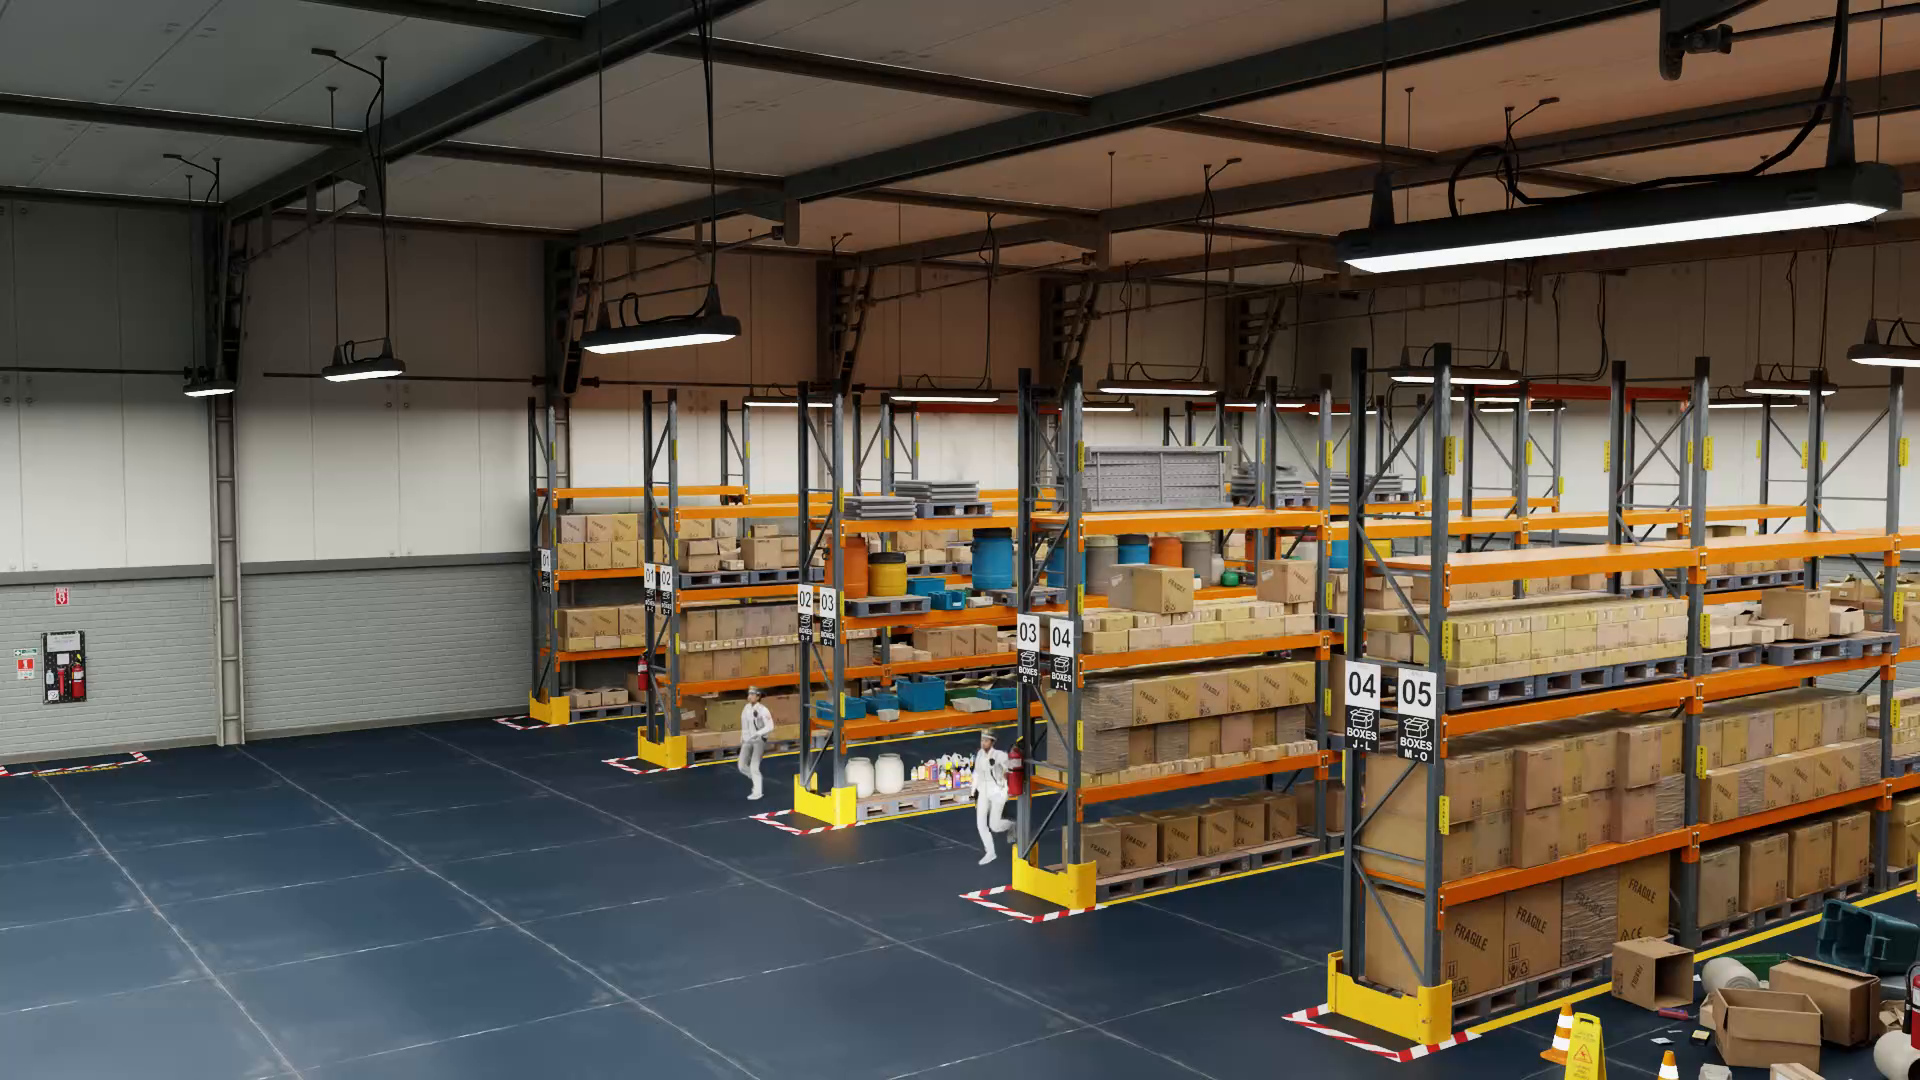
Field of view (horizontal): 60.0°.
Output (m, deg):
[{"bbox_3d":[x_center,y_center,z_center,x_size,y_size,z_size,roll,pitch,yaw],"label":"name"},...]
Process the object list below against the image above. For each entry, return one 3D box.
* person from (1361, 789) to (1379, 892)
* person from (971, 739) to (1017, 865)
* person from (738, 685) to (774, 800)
[{"bbox_3d":[4.437,3.256,17.683,0.702,1.713,0.584,3,5,44],"label":"person"},{"bbox_3d":[0.434,3.166,20.604,0.641,1.611,0.693,2,4,36],"label":"person"},{"bbox_3d":[-2.997,2.920,24.028,0.637,1.657,0.540,2,4,31],"label":"person"}]
